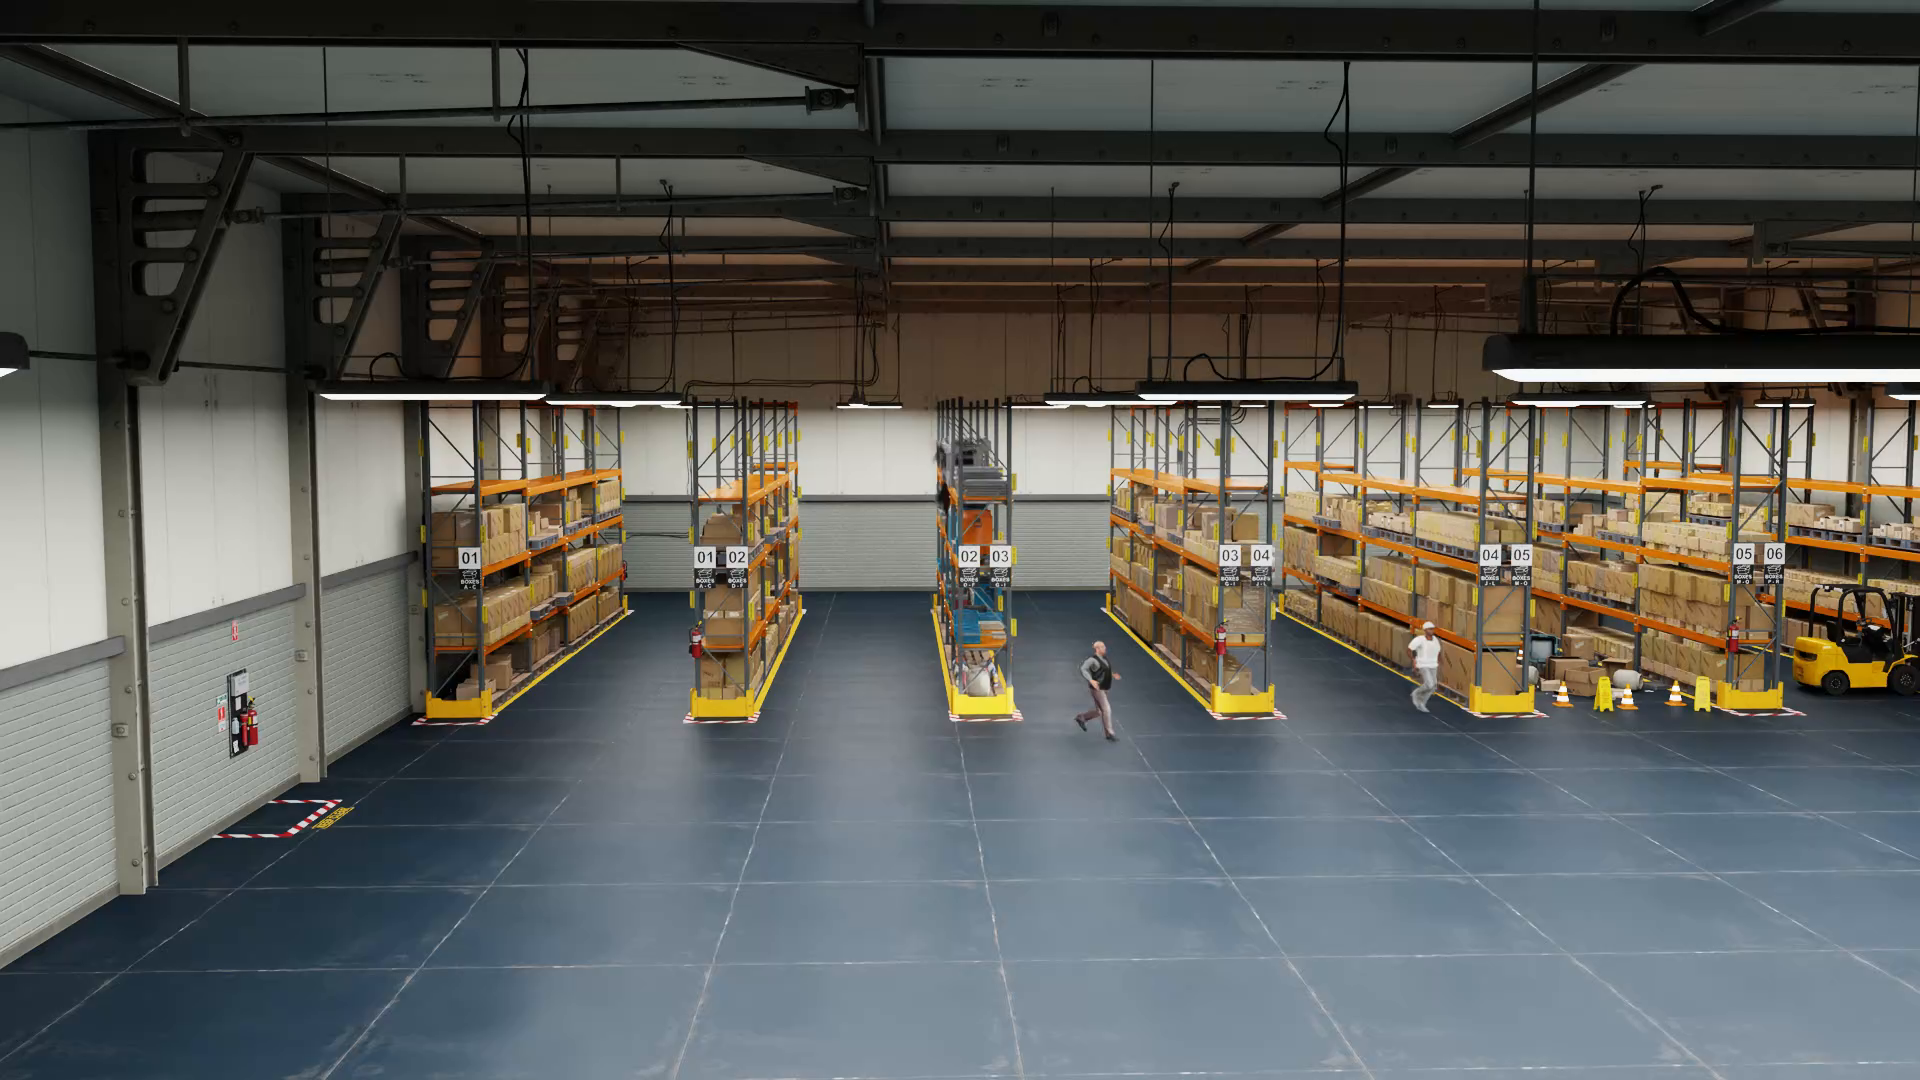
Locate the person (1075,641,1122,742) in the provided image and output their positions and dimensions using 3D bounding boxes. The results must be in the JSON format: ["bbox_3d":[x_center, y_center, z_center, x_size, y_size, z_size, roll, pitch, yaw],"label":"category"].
[{"bbox_3d":[2.412,2.626,29.016,0.940,1.728,0.663,3,5,30],"label":"person"}]

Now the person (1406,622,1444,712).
[{"bbox_3d":[8.925,2.421,31.708,0.688,1.723,0.559,-2,5,-24],"label":"person"}]

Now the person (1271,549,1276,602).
[{"bbox_3d":[9.024,1.085,48.866,0.768,1.748,0.726,-1,5,-13],"label":"person"}]
